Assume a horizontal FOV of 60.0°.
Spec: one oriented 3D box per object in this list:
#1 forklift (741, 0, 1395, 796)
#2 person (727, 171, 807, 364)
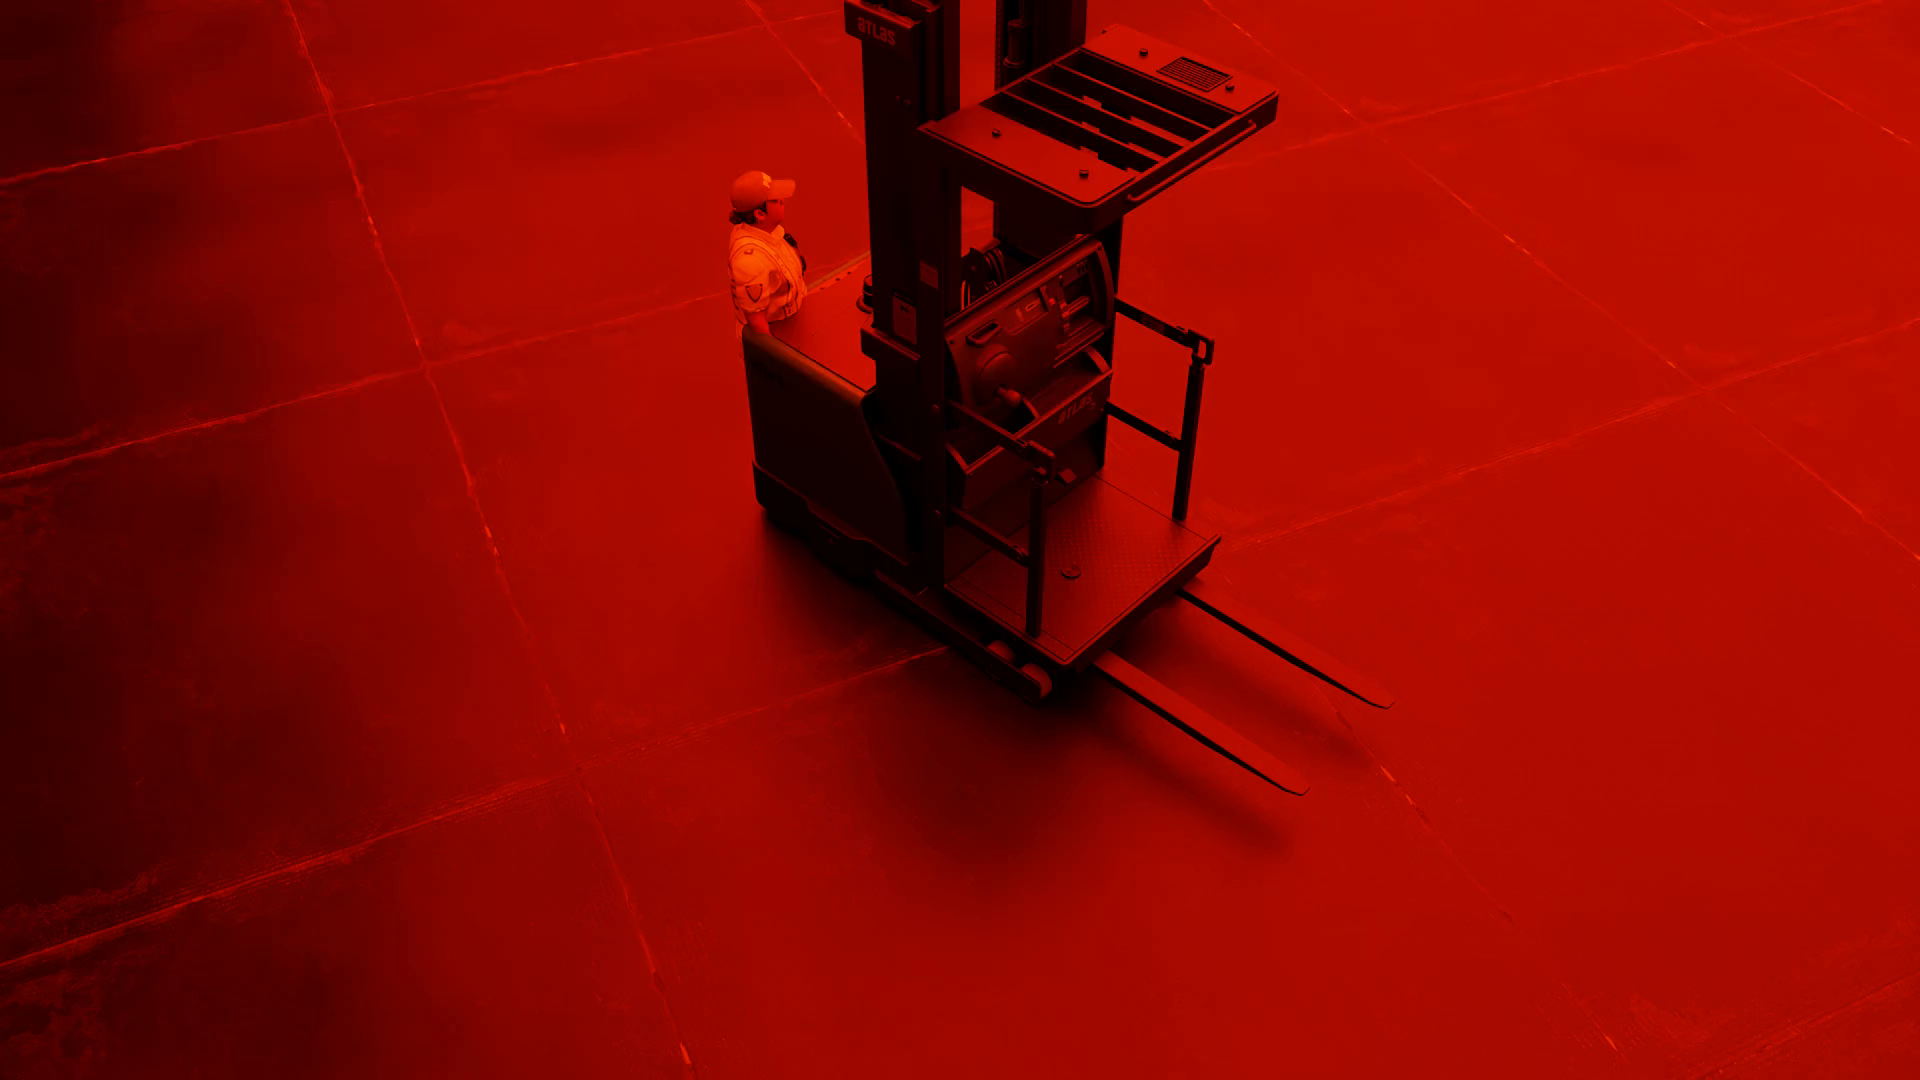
[{"bbox_3d":[0.445,-0.788,6.525,3.031,2.935,1.130,32,52,30],"label":"forklift"},{"bbox_3d":[-0.753,-0.902,7.564,0.529,1.669,0.599,-3,43,-3],"label":"person"}]
